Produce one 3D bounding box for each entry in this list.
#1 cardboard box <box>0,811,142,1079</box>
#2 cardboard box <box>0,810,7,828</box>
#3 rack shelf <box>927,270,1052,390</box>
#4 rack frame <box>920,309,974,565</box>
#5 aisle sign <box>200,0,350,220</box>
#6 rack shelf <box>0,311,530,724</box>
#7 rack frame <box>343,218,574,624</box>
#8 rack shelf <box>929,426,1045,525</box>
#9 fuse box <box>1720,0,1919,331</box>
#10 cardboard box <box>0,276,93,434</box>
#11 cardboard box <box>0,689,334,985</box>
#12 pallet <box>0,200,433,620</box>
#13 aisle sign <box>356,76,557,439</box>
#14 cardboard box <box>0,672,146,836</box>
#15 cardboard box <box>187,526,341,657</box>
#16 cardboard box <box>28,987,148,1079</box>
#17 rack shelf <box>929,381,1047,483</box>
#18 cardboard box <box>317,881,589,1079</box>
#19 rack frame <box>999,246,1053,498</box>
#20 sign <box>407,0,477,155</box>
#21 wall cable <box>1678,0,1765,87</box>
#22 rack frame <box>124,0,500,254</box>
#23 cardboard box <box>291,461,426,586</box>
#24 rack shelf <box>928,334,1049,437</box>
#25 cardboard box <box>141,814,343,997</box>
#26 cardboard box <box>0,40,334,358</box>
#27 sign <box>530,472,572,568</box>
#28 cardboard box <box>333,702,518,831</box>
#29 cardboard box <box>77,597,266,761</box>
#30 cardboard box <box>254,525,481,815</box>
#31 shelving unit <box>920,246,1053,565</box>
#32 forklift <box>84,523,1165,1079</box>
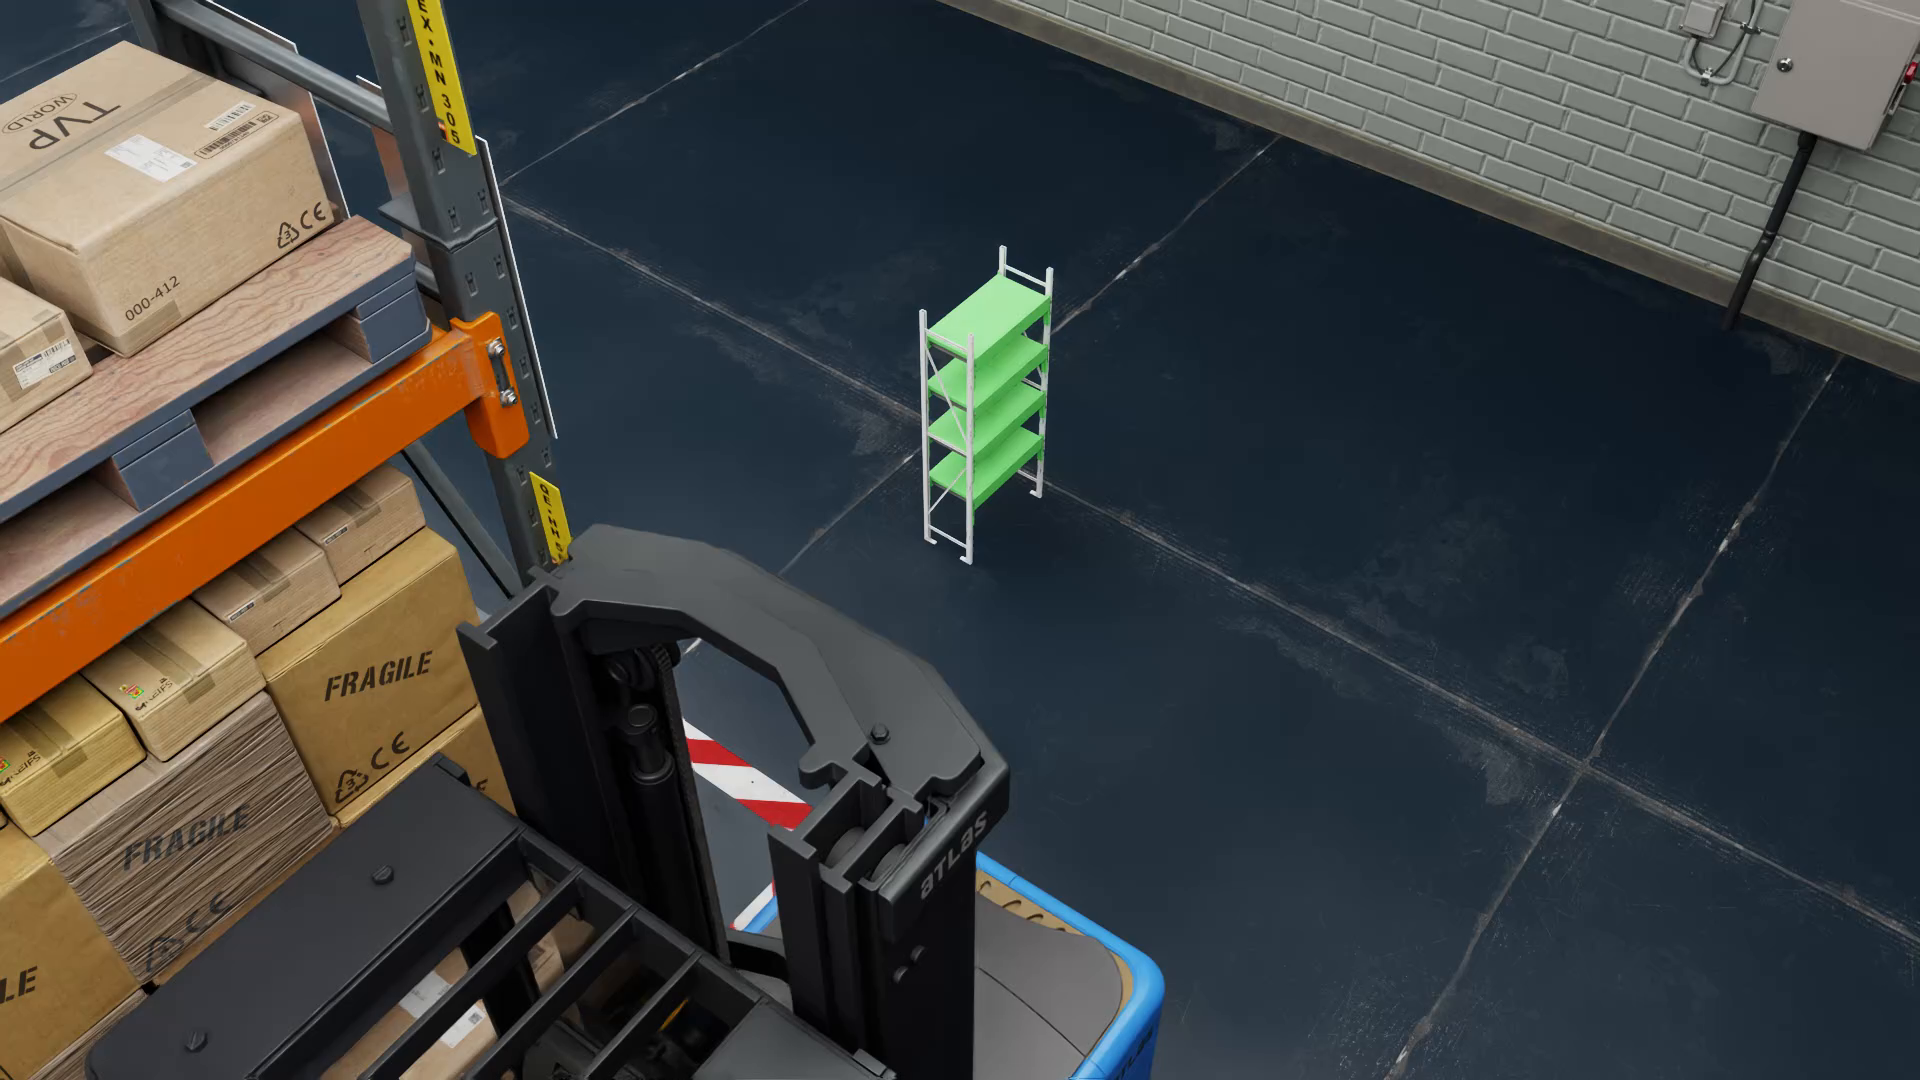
[{"bbox_3d":[-2.077,0.805,3.311,0.500,0.500,0.500,29,53,25],"label":"cardboard box"},{"bbox_3d":[-2.060,0.485,3.168,0.380,0.149,0.250,29,53,25],"label":"cardboard box"},{"bbox_3d":[0.101,-0.797,6.270,0.258,0.148,0.480,29,53,25],"label":"rack shelf"},{"bbox_3d":[-0.048,-0.370,6.438,0.240,1.200,0.015,29,53,25],"label":"rack frame"},{"bbox_3d":[-1.554,-0.857,3.861,0.394,0.787,0.004,29,53,25],"label":"aisle sign"},{"bbox_3d":[-2.592,0.567,2.722,1.077,0.370,4.000,29,53,25],"label":"rack shelf"},{"bbox_3d":[-1.369,0.210,4.639,1.000,3.000,0.127,29,53,25],"label":"rack frame"},{"bbox_3d":[0.101,-0.299,6.791,0.258,0.148,0.480,29,53,25],"label":"rack shelf"},{"bbox_3d":[3.633,-1.569,7.230,0.539,1.711,0.414,29,53,25],"label":"fuse box"},{"bbox_3d":[-1.766,-0.346,2.911,0.380,0.149,0.250,25,51,22],"label":"cardboard box"},{"bbox_3d":[-1.772,0.524,3.580,0.500,0.500,0.500,29,53,25],"label":"cardboard box"},{"bbox_3d":[-1.814,-0.366,3.177,1.003,0.211,1.213,29,53,25],"label":"pallet"},{"bbox_3d":[-1.080,-0.592,3.608,0.394,0.787,0.004,29,53,25],"label":"aisle sign"},{"bbox_3d":[-1.844,0.367,3.281,0.380,0.149,0.250,30,53,26],"label":"cardboard box"},{"bbox_3d":[-1.566,0.056,3.577,0.380,0.149,0.250,30,53,26],"label":"cardboard box"},{"bbox_3d":[-2.080,1.148,3.675,0.500,0.500,0.500,31,54,26],"label":"cardboard box"},{"bbox_3d":[0.101,-0.465,6.618,0.258,0.148,0.480,29,53,25],"label":"rack shelf"},{"bbox_3d":[-1.693,1.372,5.011,0.875,0.438,0.875,27,52,24],"label":"cardboard box"},{"bbox_3d":[0.250,-0.649,6.705,0.240,1.200,0.015,29,53,25],"label":"rack frame"},{"bbox_3d":[-0.948,-0.856,3.026,0.100,0.325,0.005,29,53,25],"label":"sign"},{"bbox_3d":[3.189,-2.757,6.771,0.588,1.984,0.122,29,53,25],"label":"wall cable"},{"bbox_3d":[-1.369,-1.862,2.470,1.000,3.000,0.127,29,53,25],"label":"rack frame"},{"bbox_3d":[-1.430,-0.100,3.726,0.380,0.149,0.250,30,53,25],"label":"cardboard box"},{"bbox_3d":[0.101,-0.631,6.444,0.258,0.148,0.480,29,53,25],"label":"rack shelf"},{"bbox_3d":[-1.773,0.849,3.960,0.500,0.500,0.500,28,52,24],"label":"cardboard box"},{"bbox_3d":[-1.573,-0.656,3.137,0.500,0.250,0.500,25,51,22],"label":"cardboard box"},{"bbox_3d":[-0.948,-0.024,3.898,0.100,0.325,0.005,29,53,25],"label":"sign"},{"bbox_3d":[-1.454,0.569,4.228,0.500,0.500,0.500,29,53,25],"label":"cardboard box"},{"bbox_3d":[-1.657,0.241,3.401,0.380,0.149,0.250,29,53,25],"label":"cardboard box"},{"bbox_3d":[-1.475,0.212,3.878,0.500,0.500,0.500,31,54,26],"label":"cardboard box"},{"bbox_3d":[0.101,-0.509,6.571,0.258,1.200,0.503,29,53,25],"label":"shelving unit"},{"bbox_3d":[-0.719,1.510,3.445,1.130,2.935,3.031,28,52,24],"label":"forklift"}]
